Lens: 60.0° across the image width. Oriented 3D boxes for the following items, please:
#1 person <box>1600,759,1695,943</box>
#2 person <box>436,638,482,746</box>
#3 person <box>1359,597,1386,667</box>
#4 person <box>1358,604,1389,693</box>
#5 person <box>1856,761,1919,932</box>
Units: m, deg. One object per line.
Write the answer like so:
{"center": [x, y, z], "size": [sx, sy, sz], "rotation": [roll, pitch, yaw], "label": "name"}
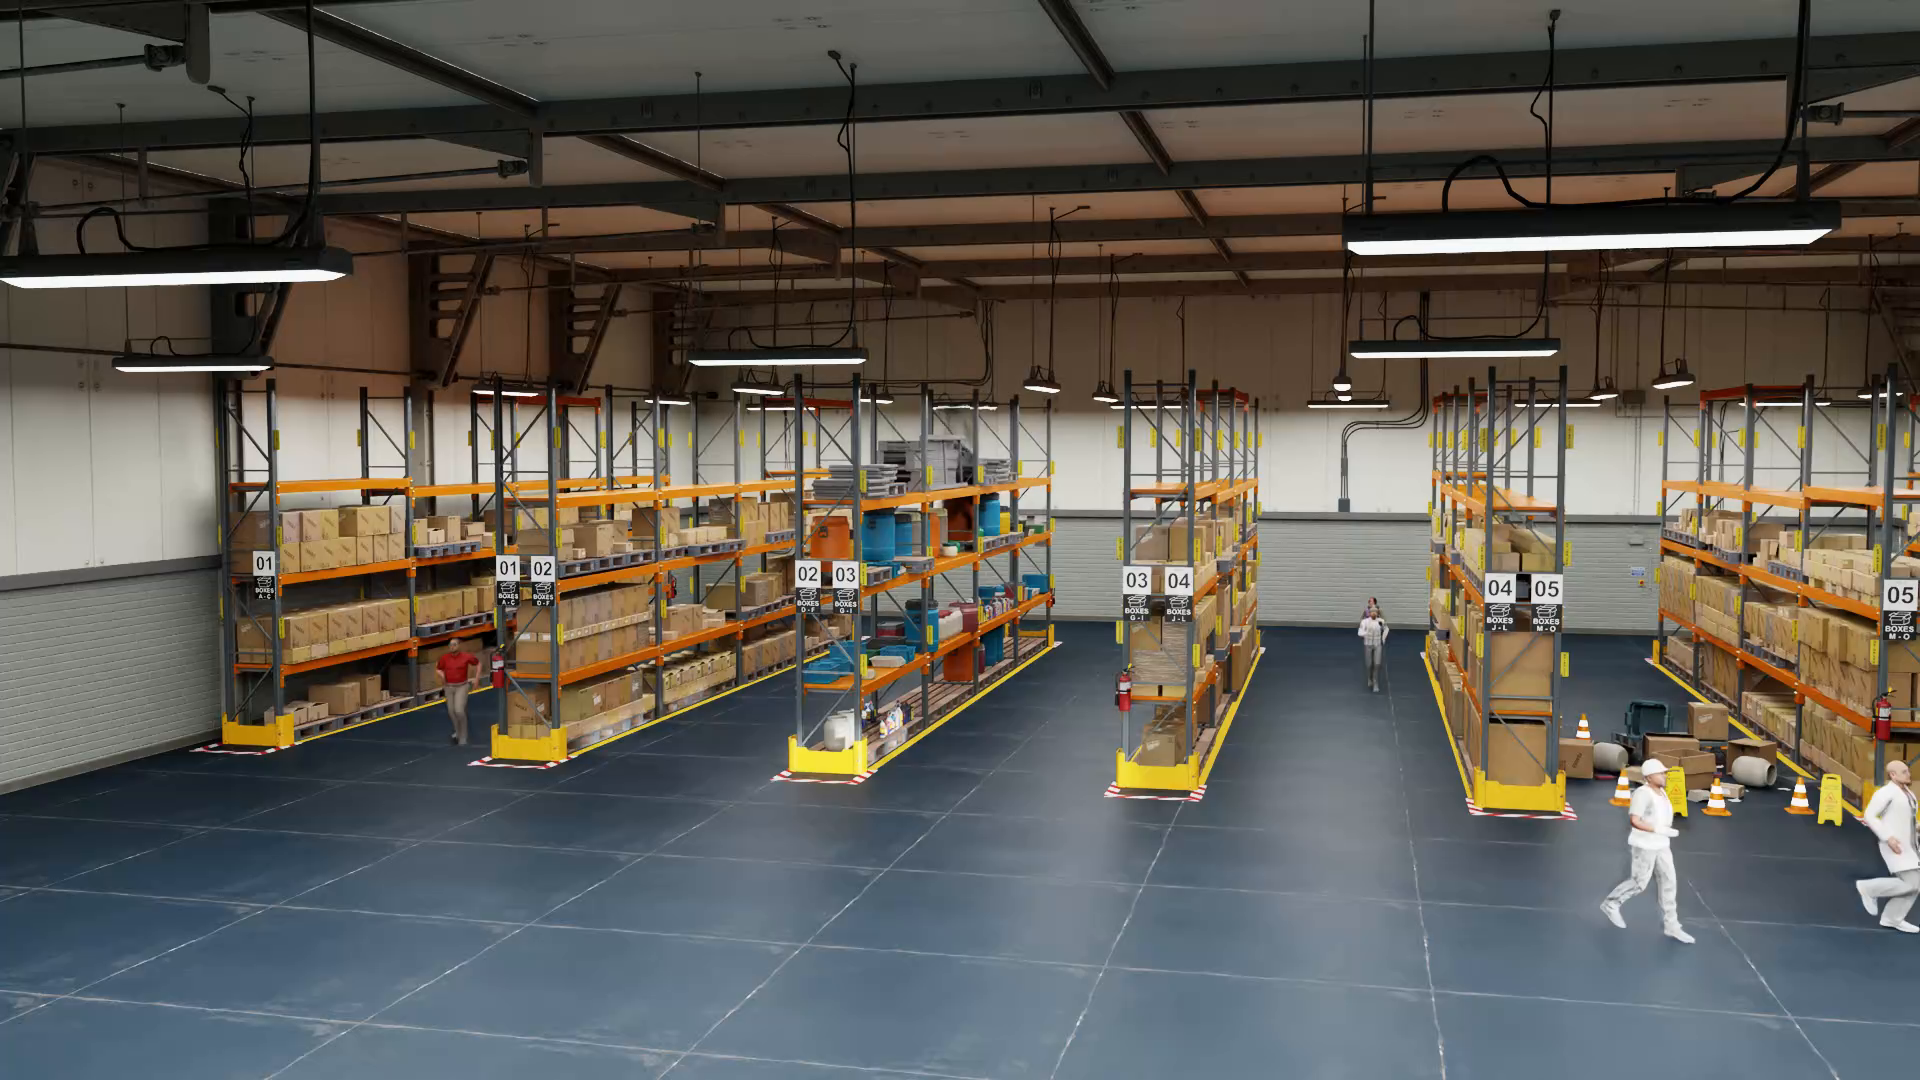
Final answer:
{"center": [6.925, 3.093, 16.743], "size": [0.675, 1.792, 0.929], "rotation": [-3, 4, -40], "label": "person"}
{"center": [-8.299, 2.524, 27.446], "size": [0.685, 1.811, 0.765], "rotation": [0, 3, 6], "label": "person"}
{"center": [9.099, 2.033, 36.678], "size": [0.583, 1.546, 0.572], "rotation": [1, 4, 19], "label": "person"}
{"center": [8.266, 2.147, 33.262], "size": [0.600, 1.724, 0.784], "rotation": [1, 4, 14], "label": "person"}
{"center": [9.576, 3.222, 17.021], "size": [0.710, 1.527, 0.638], "rotation": [-2, 4, -36], "label": "person"}
